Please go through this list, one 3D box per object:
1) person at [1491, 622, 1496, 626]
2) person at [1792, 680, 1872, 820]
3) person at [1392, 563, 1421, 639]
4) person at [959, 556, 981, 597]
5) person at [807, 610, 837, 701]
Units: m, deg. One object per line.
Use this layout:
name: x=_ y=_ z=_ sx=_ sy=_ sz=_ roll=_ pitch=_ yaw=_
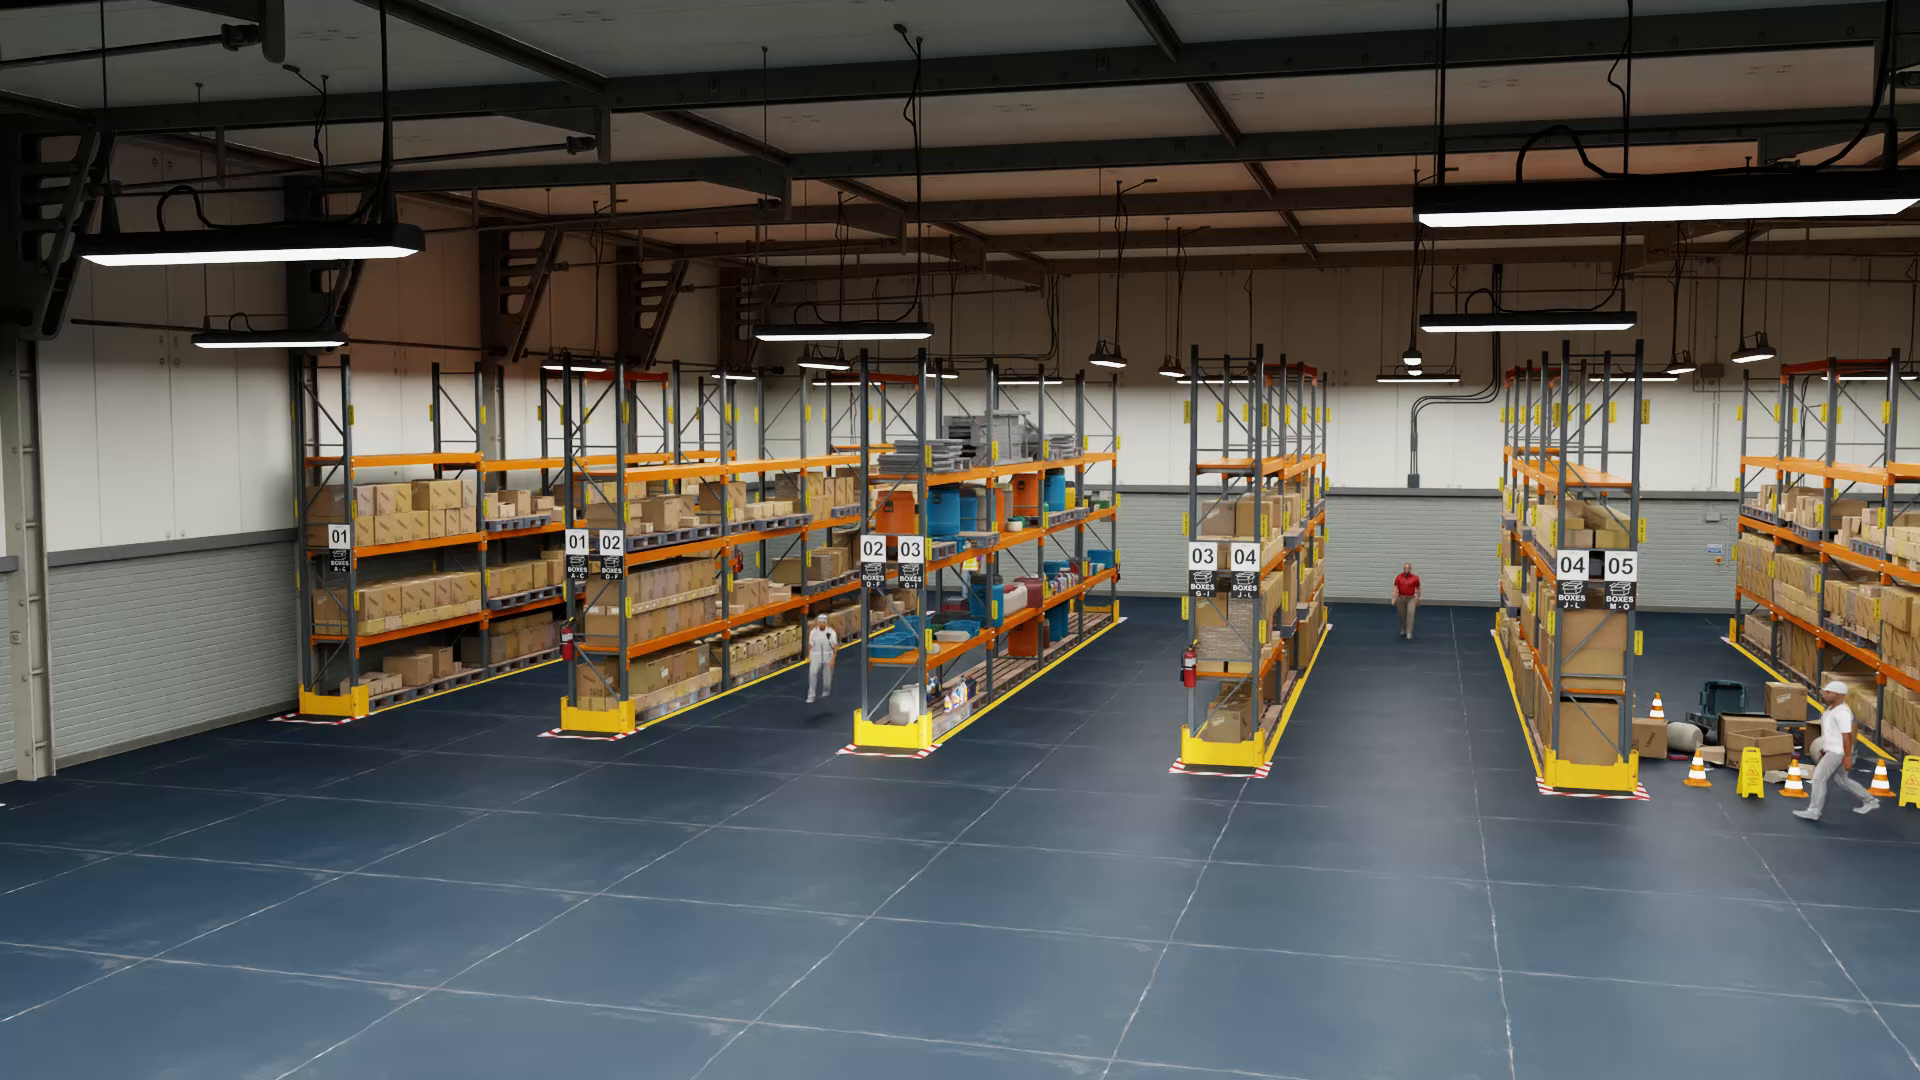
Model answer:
person: x=13.053 y=1.194 z=39.036 sx=1.060 sy=1.724 sz=0.483 roll=2 pitch=5 yaw=30
person: x=10.787 y=2.593 z=20.501 sx=0.929 sy=1.739 sz=0.571 roll=1 pitch=4 yaw=15
person: x=10.018 y=1.355 z=37.300 sx=0.621 sy=1.667 sz=1.079 roll=1 pitch=4 yaw=18
person: x=0.250 y=0.816 z=44.248 sx=0.617 sy=1.704 sz=1.104 roll=0 pitch=4 yaw=6
person: x=-2.317 y=1.914 z=27.653 sx=0.557 sy=1.485 sz=1.008 roll=-1 pitch=4 yaw=-11
